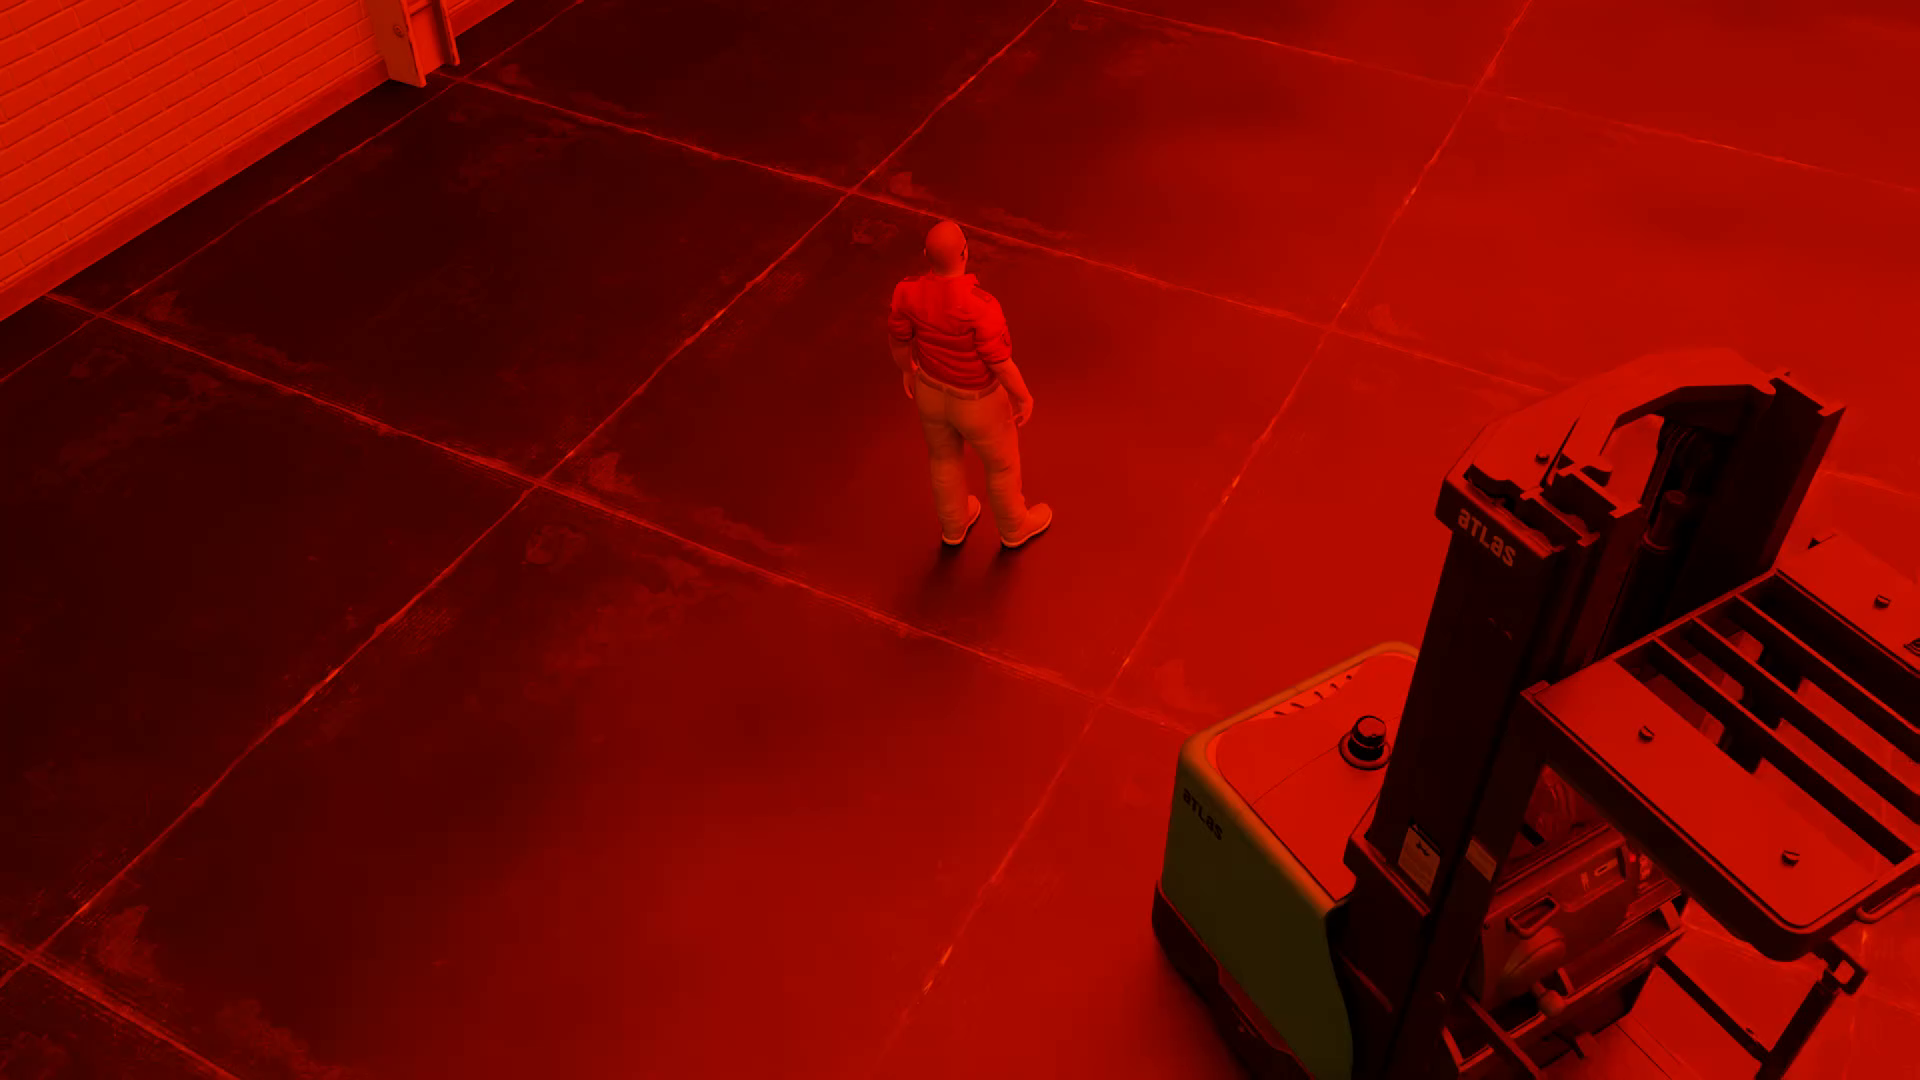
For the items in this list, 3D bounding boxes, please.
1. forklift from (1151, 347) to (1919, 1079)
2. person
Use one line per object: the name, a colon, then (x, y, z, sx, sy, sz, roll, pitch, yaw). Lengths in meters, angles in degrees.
forklift: (1.899, 1.084, 4.504, 1.130, 2.935, 3.031, -22, 48, -22)
person: (0.053, -0.685, 7.247, 0.640, 1.727, 0.551, 20, 47, 20)
